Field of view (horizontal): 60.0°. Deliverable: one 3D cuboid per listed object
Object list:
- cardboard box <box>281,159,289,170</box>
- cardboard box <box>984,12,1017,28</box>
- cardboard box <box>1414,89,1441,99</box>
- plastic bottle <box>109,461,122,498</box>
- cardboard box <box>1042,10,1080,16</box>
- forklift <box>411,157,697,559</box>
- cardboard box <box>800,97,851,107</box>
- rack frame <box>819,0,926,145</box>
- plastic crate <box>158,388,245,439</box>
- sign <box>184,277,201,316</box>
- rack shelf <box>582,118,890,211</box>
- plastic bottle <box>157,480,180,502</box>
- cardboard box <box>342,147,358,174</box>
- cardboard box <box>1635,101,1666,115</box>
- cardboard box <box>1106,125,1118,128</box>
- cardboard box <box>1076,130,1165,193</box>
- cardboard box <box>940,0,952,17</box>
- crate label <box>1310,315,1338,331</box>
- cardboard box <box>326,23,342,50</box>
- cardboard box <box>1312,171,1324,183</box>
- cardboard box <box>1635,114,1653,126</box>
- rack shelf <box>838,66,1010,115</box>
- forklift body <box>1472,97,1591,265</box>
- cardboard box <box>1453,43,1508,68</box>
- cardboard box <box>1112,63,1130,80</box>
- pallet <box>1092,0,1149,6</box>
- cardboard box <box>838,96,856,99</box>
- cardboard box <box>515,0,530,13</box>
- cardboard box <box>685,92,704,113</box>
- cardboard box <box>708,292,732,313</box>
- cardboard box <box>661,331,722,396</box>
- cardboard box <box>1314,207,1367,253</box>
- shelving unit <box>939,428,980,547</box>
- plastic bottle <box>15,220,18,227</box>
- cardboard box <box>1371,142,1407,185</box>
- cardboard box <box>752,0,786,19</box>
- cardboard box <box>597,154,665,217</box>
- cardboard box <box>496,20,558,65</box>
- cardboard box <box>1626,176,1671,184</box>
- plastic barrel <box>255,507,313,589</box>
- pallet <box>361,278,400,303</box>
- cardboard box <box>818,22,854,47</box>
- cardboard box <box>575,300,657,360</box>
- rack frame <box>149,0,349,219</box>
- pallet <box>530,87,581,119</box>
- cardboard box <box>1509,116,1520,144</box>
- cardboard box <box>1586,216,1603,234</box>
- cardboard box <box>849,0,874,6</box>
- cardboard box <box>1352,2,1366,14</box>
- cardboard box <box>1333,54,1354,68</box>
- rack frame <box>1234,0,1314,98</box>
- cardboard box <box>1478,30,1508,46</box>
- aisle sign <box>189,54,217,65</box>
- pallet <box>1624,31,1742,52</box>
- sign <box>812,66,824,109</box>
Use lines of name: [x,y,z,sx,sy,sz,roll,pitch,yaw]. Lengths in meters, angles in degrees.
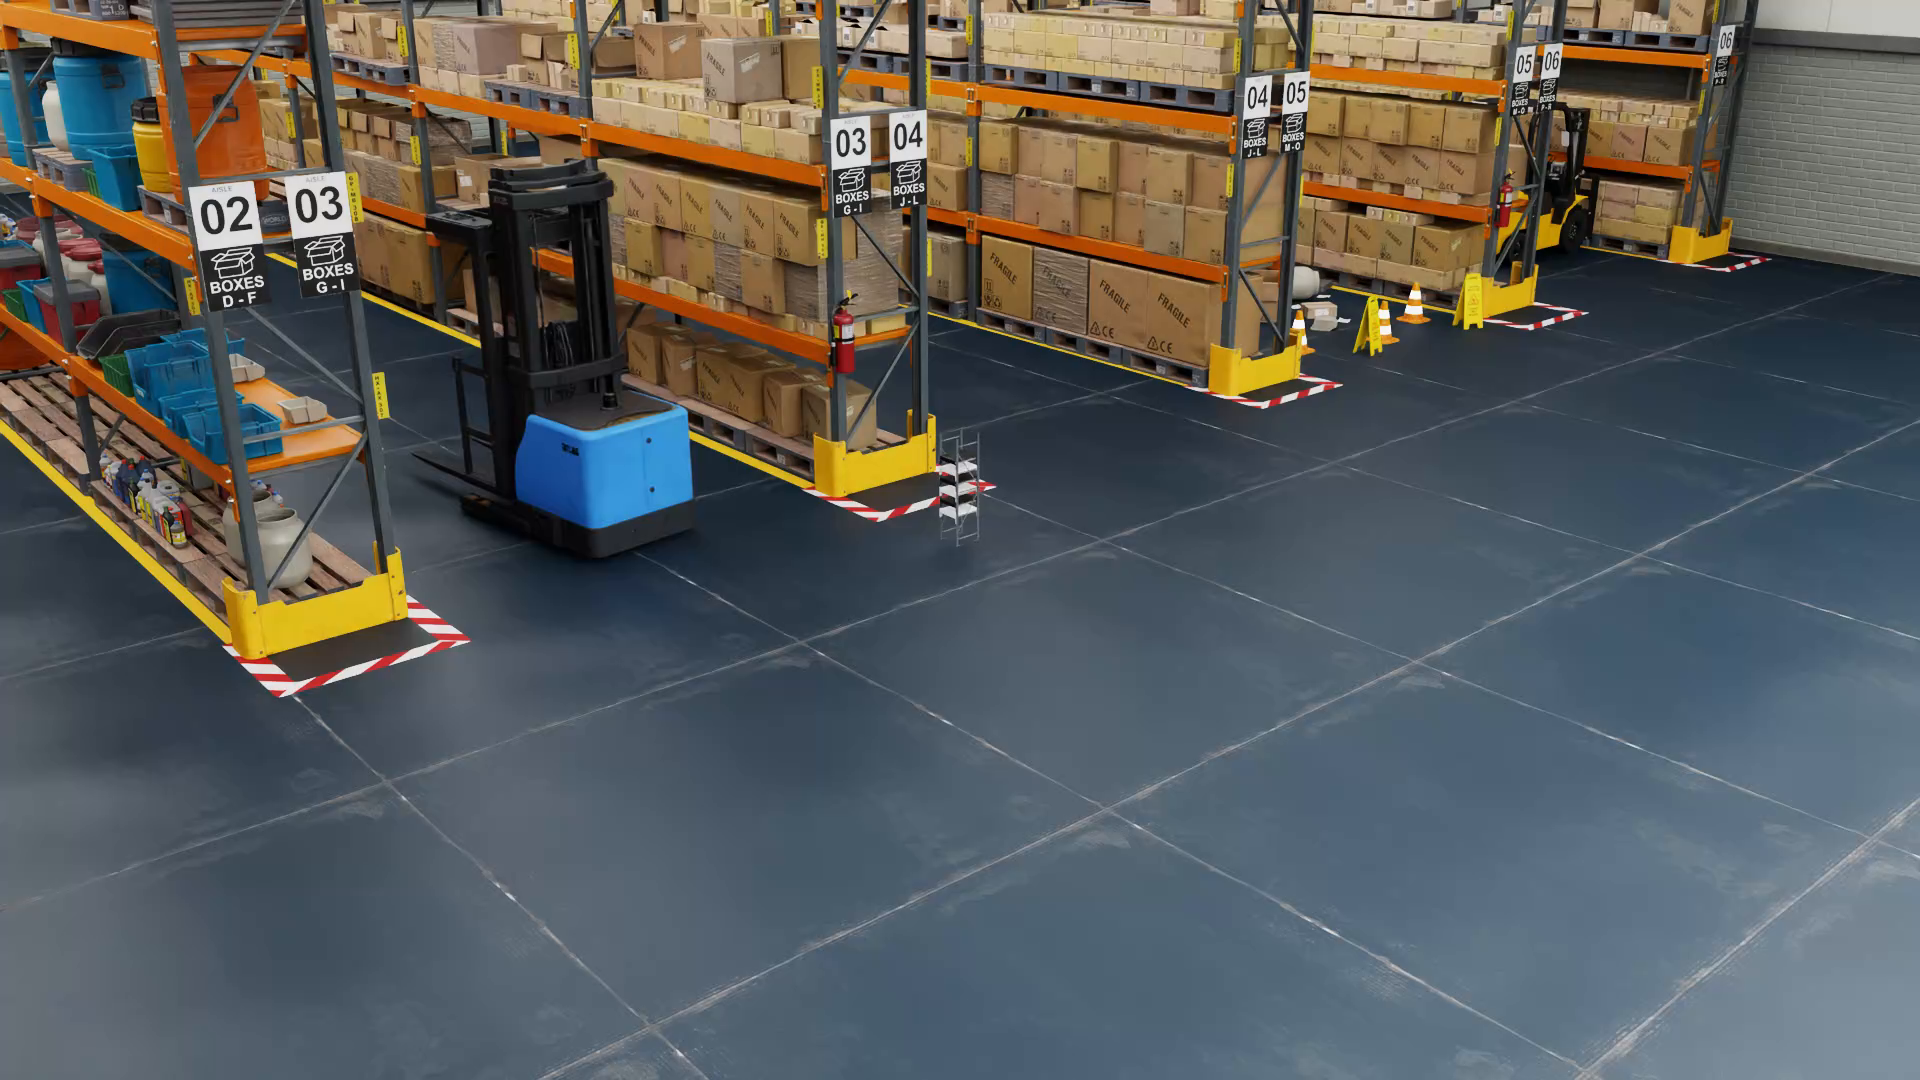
cardboard box: [-9.147,-5.197,22.984,0.380,0.149,0.250,-17,27,-36]
cardboard box: [0.494,-5.891,18.836,0.380,0.149,0.250,-17,27,-37]
cardboard box: [7.382,-7.025,26.281,0.380,0.149,0.250,-18,28,-38]
plastic bottle: [-6.954,-0.509,13.801,0.152,0.276,0.135,-16,27,-36]
cardboard box: [1.159,-5.977,19.057,0.380,0.149,0.250,-18,27,-38]
forklift: [-3.576,-1.655,13.691,3.031,2.935,1.130,19,28,39]
cardboard box: [-1.181,-3.792,14.599,0.380,0.149,0.250,-16,27,-35]
rack frame: [-0.699,-4.714,13.182,1.000,3.000,0.127,-17,27,-37]
plastic crate: [-5.424,-0.921,11.925,0.499,0.251,0.408,-17,27,-37]
sign: [-6.638,-2.104,14.363,0.100,0.325,0.005,-17,27,-37]
rack shelf: [-2.004,-3.535,15.271,1.077,0.370,4.000,-17,27,-37]
plastic bottle: [-6.353,-0.335,13.357,0.152,0.276,0.135,-17,27,-37]
cardboard box: [-7.766,-4.819,21.539,0.500,0.500,0.500,-18,28,-39]
cardboard box: [9.798,-6.125,23.576,0.380,0.149,0.250,-17,27,-36]
cardboard box: [2.341,-6.133,24.799,0.380,0.149,0.250,-16,26,-34]
cardboard box: [1.776,-4.191,18.385,0.875,0.550,0.500,-17,27,-37]
cardboard box: [-0.097,-8.537,26.663,0.396,0.266,0.258,-15,26,-33]
crate label: [4.372,-2.603,19.943,0.298,0.136,0.250,7,23,18]
cardboard box: [-7.884,-6.463,21.305,0.500,0.311,0.500,-19,28,-39]
cardboard box: [4.894,-4.839,22.069,0.380,0.149,0.250,-18,27,-38]
cardboard box: [9.816,-5.990,23.639,0.380,0.149,0.250,-17,27,-36]
rack shelf: [-0.792,-5.793,21.036,1.077,0.370,4.000,-17,27,-37]
forklift body: [7.947,-5.157,23.702,2.313,2.155,1.214,-17,27,-37]
cardboard box: [6.271,-5.823,19.922,0.500,0.250,0.500,-18,28,-38]
cardboard box: [1.822,-4.958,17.548,0.380,0.149,0.250,-17,27,-37]
pallet: [3.106,-9.891,30.768,1.213,0.211,1.003,-17,27,-37]
cardboard box: [-1.812,-5.670,22.339,0.700,0.500,0.500,-18,27,-38]
cardboard box: [-6.888,-8.727,27.060,0.500,0.250,0.500,-18,28,-38]
cardboard box: [-2.257,-3.961,15.031,0.380,0.149,0.250,-17,27,-36]
cardboard box: [-2.100,-2.223,15.392,0.380,0.149,0.250,-17,27,-37]
cardboard box: [-2.699,-1.781,16.771,0.500,0.500,0.500,-9,23,-21]
cardboard box: [5.074,-4.134,22.091,0.500,0.500,0.500,-16,26,-35]
shelving unit: [-0.005,-0.421,13.326,0.258,0.900,0.210,-17,27,-37]
plastic bottle: [-10.216,-3.334,18.043,0.061,0.283,0.133,-17,27,-37]
cardboard box: [5.599,-4.828,21.153,0.500,0.500,0.500,-18,27,-38]
cardboard box: [-2.558,-7.134,22.285,0.396,0.266,0.258,-17,27,-37]
cardboard box: [-3.208,-3.492,16.371,0.500,0.500,0.500,-17,27,-37]
cardboard box: [-4.765,-5.456,18.364,0.500,0.500,0.500,-17,27,-37]
cardboard box: [10.068,-5.159,24.366,0.500,0.250,0.500,-17,27,-37]
plastic barrel: [-4.938,0.057,12.060,0.421,0.512,0.421,0,21,0]
pallet: [-7.170,-3.406,21.890,1.003,0.211,1.213,-17,27,-37]
cardboard box: [-1.464,-6.462,21.250,0.500,0.250,0.500,-17,27,-36]
cardboard box: [-3.694,-2.242,17.919,0.500,0.500,0.700,20,29,41]
rack frame: [-4.451,-3.535,10.171,1.000,3.000,0.127,-17,27,-37]
pallet: [-3.632,-4.531,17.085,1.213,0.211,1.003,-17,27,-37]
cardboard box: [8.400,-6.290,25.293,0.500,0.500,0.500,-17,27,-37]
cardboard box: [9.384,-4.713,24.598,0.500,0.250,0.500,-17,27,-37]
cardboard box: [-1.683,-9.272,28.403,0.396,0.266,0.258,-16,27,-36]
cardboard box: [6.505,-8.534,26.679,0.380,0.149,0.250,-18,28,-38]
cardboard box: [4.991,-6.144,21.288,0.380,0.149,0.250,-18,28,-38]
rack frame: [3.125,-5.867,16.125,1.000,3.000,0.127,-17,27,-37]
cardboard box: [6.365,-5.954,19.712,0.380,0.149,0.250,-17,27,-37]
aisle sign: [-11.417,-7.501,24.957,0.394,0.787,0.004,-17,27,-37]
pallet: [10.125,-7.020,23.302,1.003,0.211,1.213,-17,27,-37]
sign: [-1.132,-3.603,13.244,0.100,0.325,0.005,-17,27,-37]
